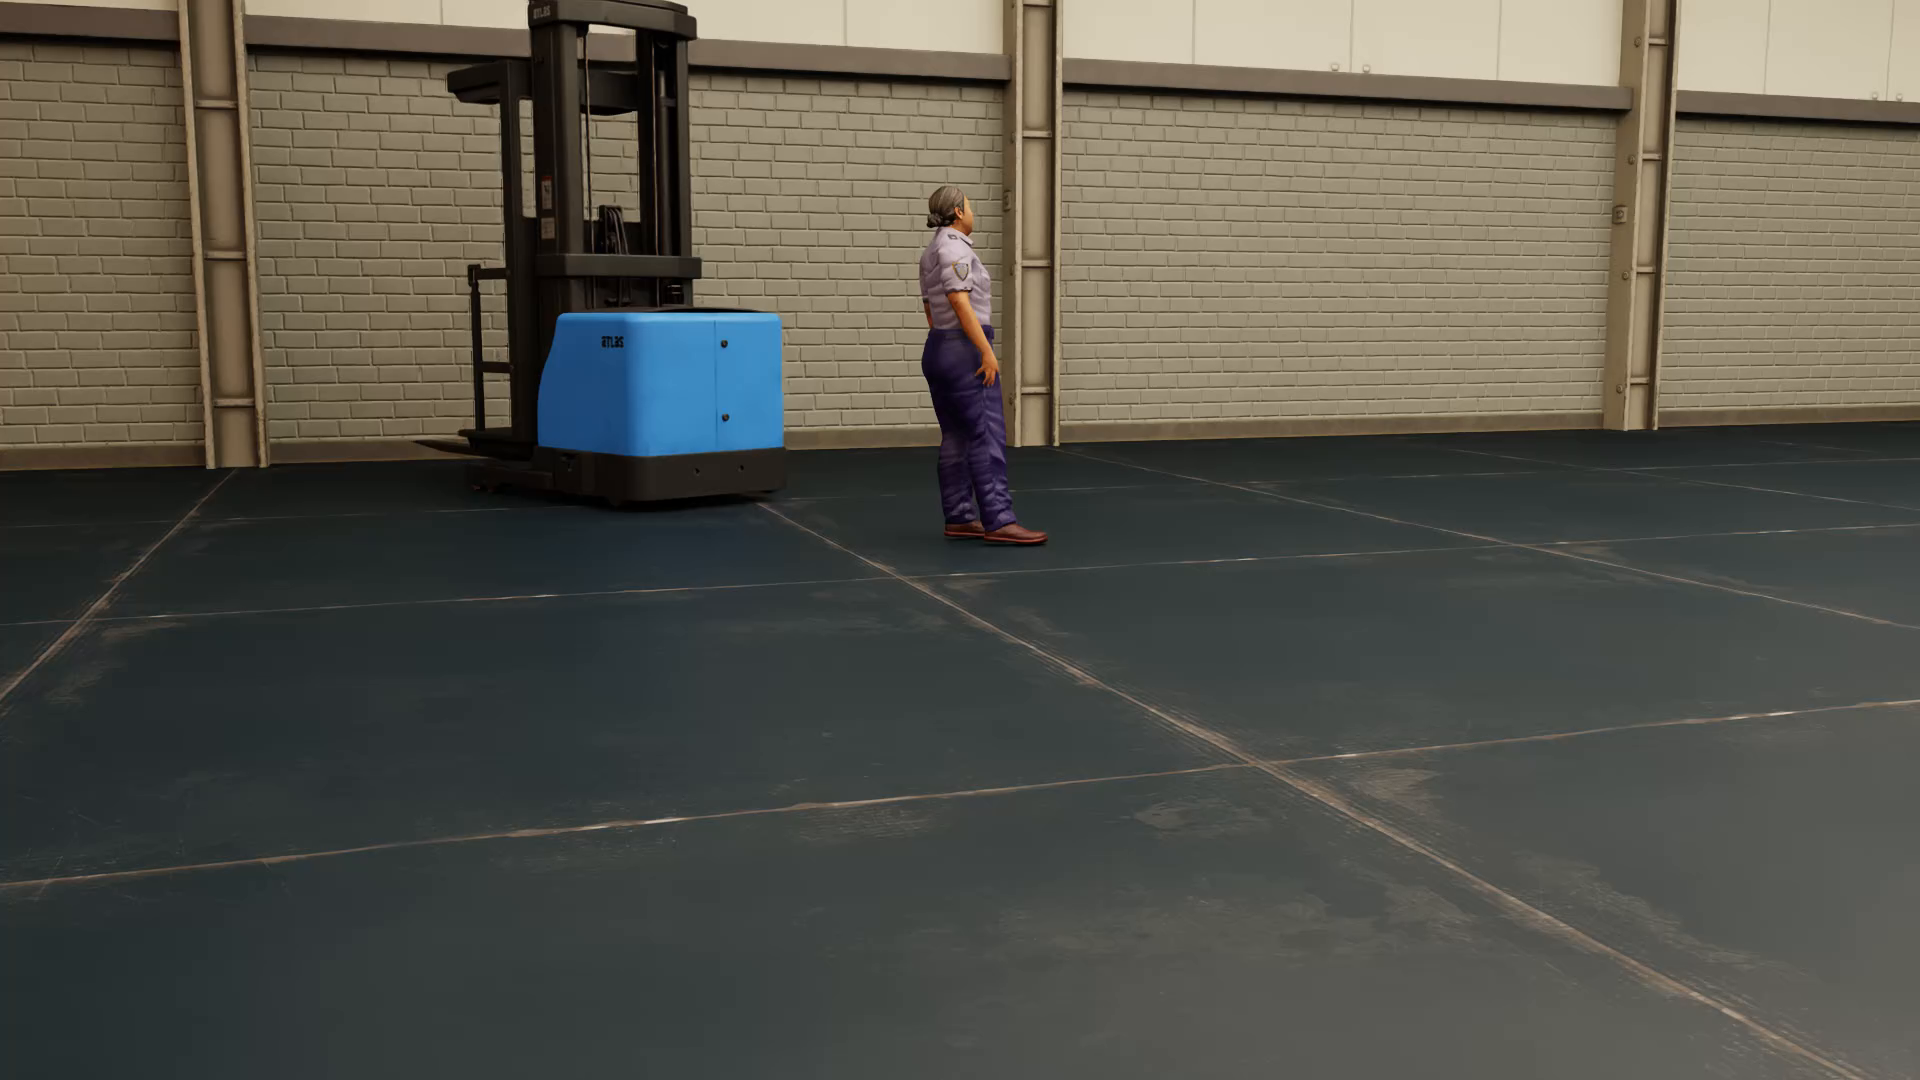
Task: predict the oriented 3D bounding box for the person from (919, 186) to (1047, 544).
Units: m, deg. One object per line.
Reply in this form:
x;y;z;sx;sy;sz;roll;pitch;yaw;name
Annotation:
0.092;-0.826;7.818;0.503;1.651;0.598;-3;8;-18;person

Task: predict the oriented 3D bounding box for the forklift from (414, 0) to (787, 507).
-2.379;-1.779;10.128;1.130;2.935;3.031;-7;11;-43;forklift
